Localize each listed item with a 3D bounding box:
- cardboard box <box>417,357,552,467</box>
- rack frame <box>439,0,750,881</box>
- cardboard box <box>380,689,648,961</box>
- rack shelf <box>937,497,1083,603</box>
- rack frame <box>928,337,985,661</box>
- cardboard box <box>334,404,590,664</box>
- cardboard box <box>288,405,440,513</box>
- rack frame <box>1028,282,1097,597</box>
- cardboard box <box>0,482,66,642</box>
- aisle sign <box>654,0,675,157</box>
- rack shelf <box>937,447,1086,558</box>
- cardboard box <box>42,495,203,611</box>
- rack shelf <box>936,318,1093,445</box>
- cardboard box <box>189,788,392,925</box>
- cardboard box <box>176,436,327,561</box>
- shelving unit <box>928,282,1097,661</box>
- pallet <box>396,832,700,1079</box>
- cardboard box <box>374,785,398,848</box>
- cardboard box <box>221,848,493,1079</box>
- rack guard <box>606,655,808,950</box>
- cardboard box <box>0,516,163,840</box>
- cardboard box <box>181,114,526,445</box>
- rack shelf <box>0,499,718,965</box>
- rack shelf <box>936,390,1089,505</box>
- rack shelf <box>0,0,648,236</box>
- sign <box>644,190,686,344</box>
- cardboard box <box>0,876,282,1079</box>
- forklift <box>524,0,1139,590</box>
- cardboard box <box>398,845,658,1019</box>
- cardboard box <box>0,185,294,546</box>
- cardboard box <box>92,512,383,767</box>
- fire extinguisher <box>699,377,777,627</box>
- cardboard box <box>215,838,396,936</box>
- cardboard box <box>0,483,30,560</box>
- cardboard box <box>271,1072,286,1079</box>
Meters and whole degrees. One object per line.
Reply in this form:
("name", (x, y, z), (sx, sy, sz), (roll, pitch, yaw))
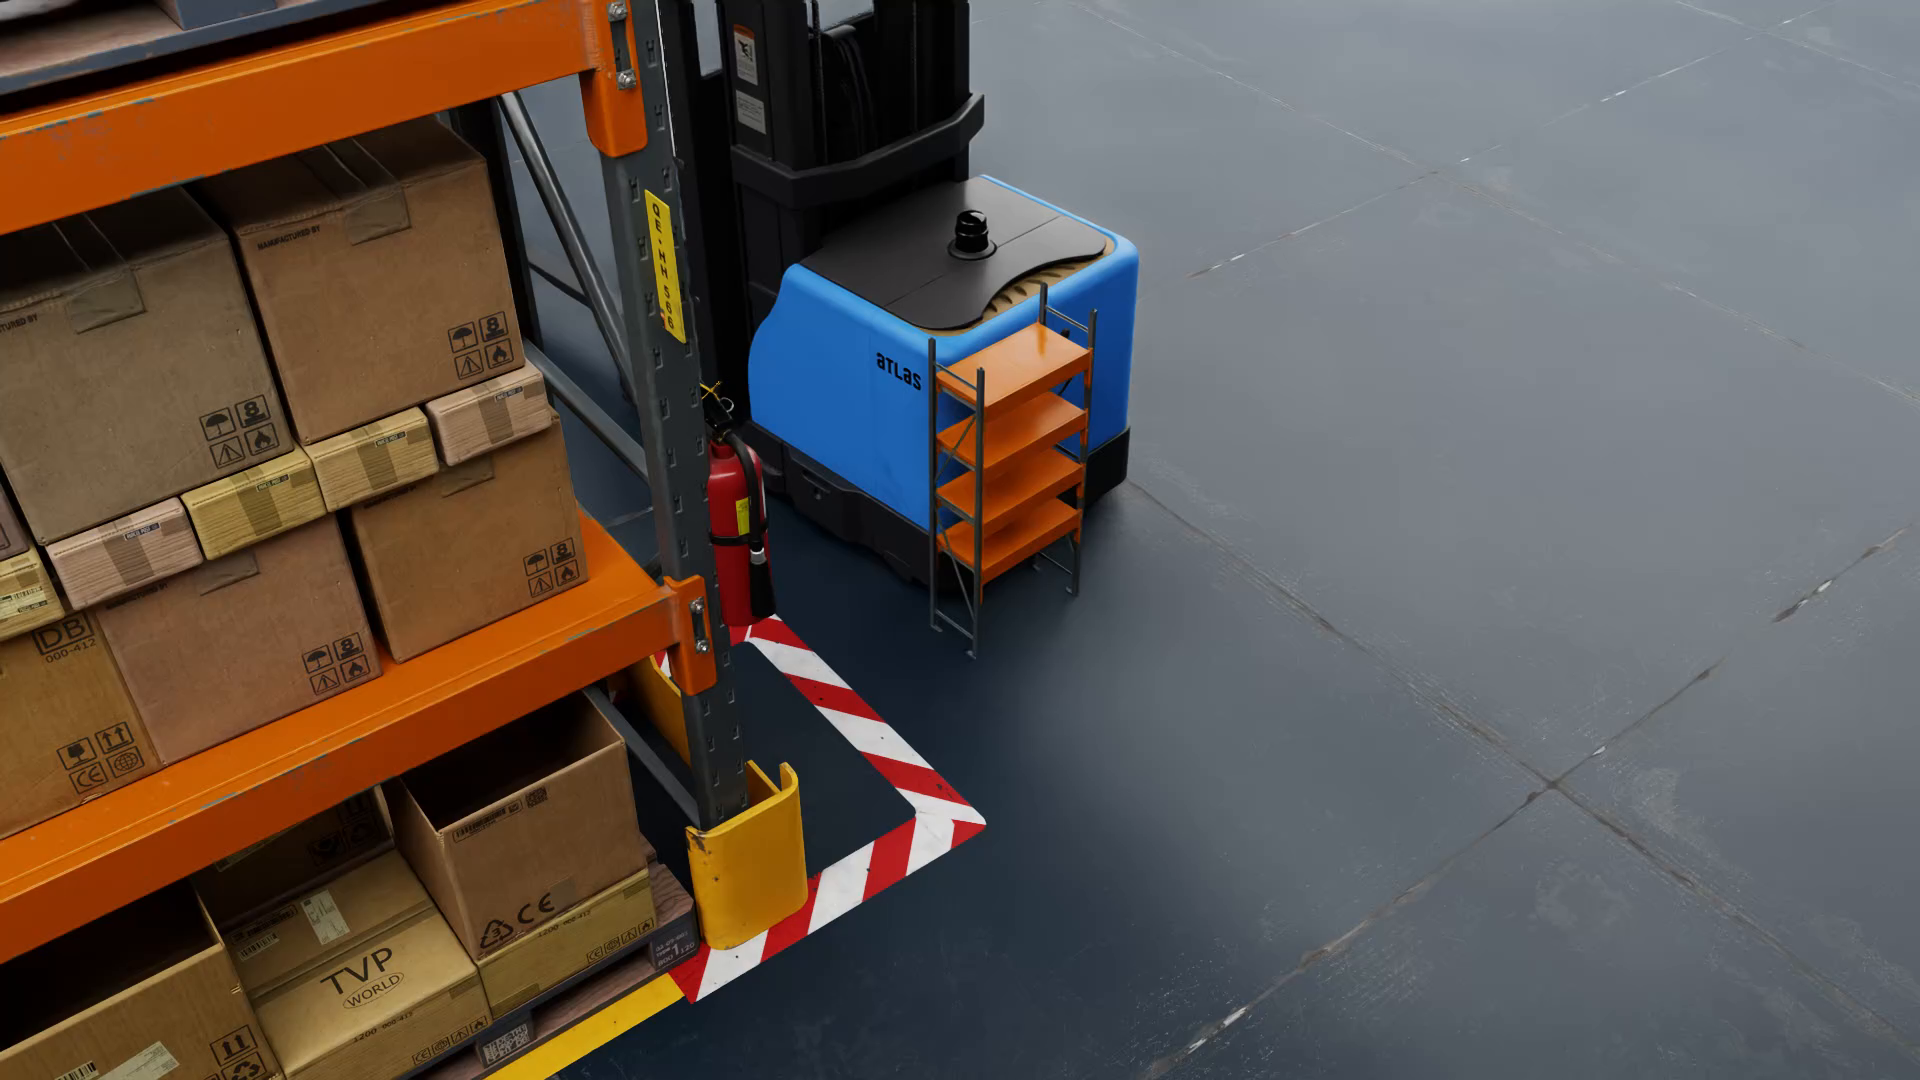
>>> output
("cardboard box", (-1.124, -0.354, 3.726), (0.250, 0.149, 0.380), (-27, 46, -29))
("rack frame", (-0.937, -0.308, 4.260), (0.127, 3.000, 1.000), (-26, 46, -28))
("cardboard box", (-1.181, 0.660, 4.326), (0.500, 0.500, 0.500), (-26, 46, -28))
("rack shelf", (0.162, -0.004, 5.727), (0.480, 0.148, 0.258), (-30, 49, -32))
("rack frame", (-0.015, -0.104, 5.429), (0.015, 1.200, 0.240), (-30, 49, -32))
("cardboard box", (-1.315, -0.173, 4.017), (0.500, 0.500, 0.700), (-26, 46, -28))
("cardboard box", (-1.331, -0.252, 3.602), (0.250, 0.149, 0.380), (-25, 45, -27))
("rack frame", (0.343, -0.314, 5.685), (0.015, 1.200, 0.240), (-30, 49, -32))
("cardboard box", (-1.942, 0.045, 3.240), (0.250, 0.149, 0.380), (-25, 45, -27))
("aisle sign", (-0.706, -1.191, 3.287), (0.004, 0.787, 0.394), (-26, 46, -28))
("rack shelf", (0.163, -0.157, 5.600), (0.480, 0.148, 0.258), (-30, 49, -32))
("cardboard box", (-1.734, -0.057, 3.364), (0.250, 0.149, 0.380), (-25, 46, -28))
("rack shelf", (0.166, -0.511, 5.306), (0.480, 0.148, 0.258), (-30, 49, -32))
("cardboard box", (-1.893, 0.592, 4.408), (0.500, 0.500, 0.500), (-26, 46, -28))
("cardboard box", (-1.533, -0.153, 3.481), (0.250, 0.149, 0.380), (-27, 46, -29))
("shelving unit", (0.164, -0.209, 5.557), (0.503, 1.200, 0.258), (-30, 49, -32))
("pallet", (-1.518, 1.087, 4.759), (1.213, 0.211, 1.003), (-26, 46, -28))
("cardboard box", (-1.498, 0.688, 4.883), (0.500, 0.250, 0.500), (-26, 46, -28))
("cardboard box", (-1.571, 1.148, 4.323), (0.500, 0.250, 0.500), (-26, 46, -28))
("rack guard", (-0.918, 0.649, 5.065), (0.348, 0.500, 1.175), (-26, 46, -28))
("cardboard box", (-2.126, 0.222, 3.536), (0.500, 0.500, 0.700), (-26, 46, -28))
("cardboard box", (-1.357, -0.654, 3.580), (0.500, 0.500, 0.700), (-26, 46, -28))
("rack shelf", (-2.523, 0.743, 3.546), (4.000, 0.370, 1.077), (-26, 46, -28))
("rack shelf", (0.165, -0.329, 5.457), (0.480, 0.148, 0.258), (-30, 49, -32))
("rack shelf", (-2.523, -0.417, 2.595), (4.000, 0.370, 1.077), (-26, 46, -28))
("sign", (-0.618, -0.569, 3.479), (0.005, 0.325, 0.100), (-26, 46, -28))
("cardboard box", (-1.965, 1.054, 3.846), (0.500, 0.500, 0.500), (-26, 46, -28))
("forklift", (-0.754, -1.781, 6.110), (3.031, 2.935, 1.130), (32, 49, 33))
("cardboard box", (-1.182, 0.949, 4.565), (0.500, 0.250, 0.500), (-26, 46, -28))
("cardboard box", (-1.771, -0.448, 3.329), (0.500, 0.500, 0.700), (-27, 47, -29))
("cardboard box", (-1.729, 0.033, 3.766), (0.500, 0.500, 0.700), (-25, 45, -27))
("fire extinguisher", (-0.560, -0.090, 4.056), (0.183, 0.674, 0.296), (-26, 46, -28))
("cardboard box", (-1.892, 0.883, 4.645), (0.500, 0.250, 0.500), (-26, 46, -28))
("cardboard box", (-2.170, -0.253, 3.091), (0.500, 0.500, 0.700), (-26, 46, -28))
("cardboard box", (-1.967, 1.342, 4.086), (0.500, 0.250, 0.500), (-26, 46, -28))
